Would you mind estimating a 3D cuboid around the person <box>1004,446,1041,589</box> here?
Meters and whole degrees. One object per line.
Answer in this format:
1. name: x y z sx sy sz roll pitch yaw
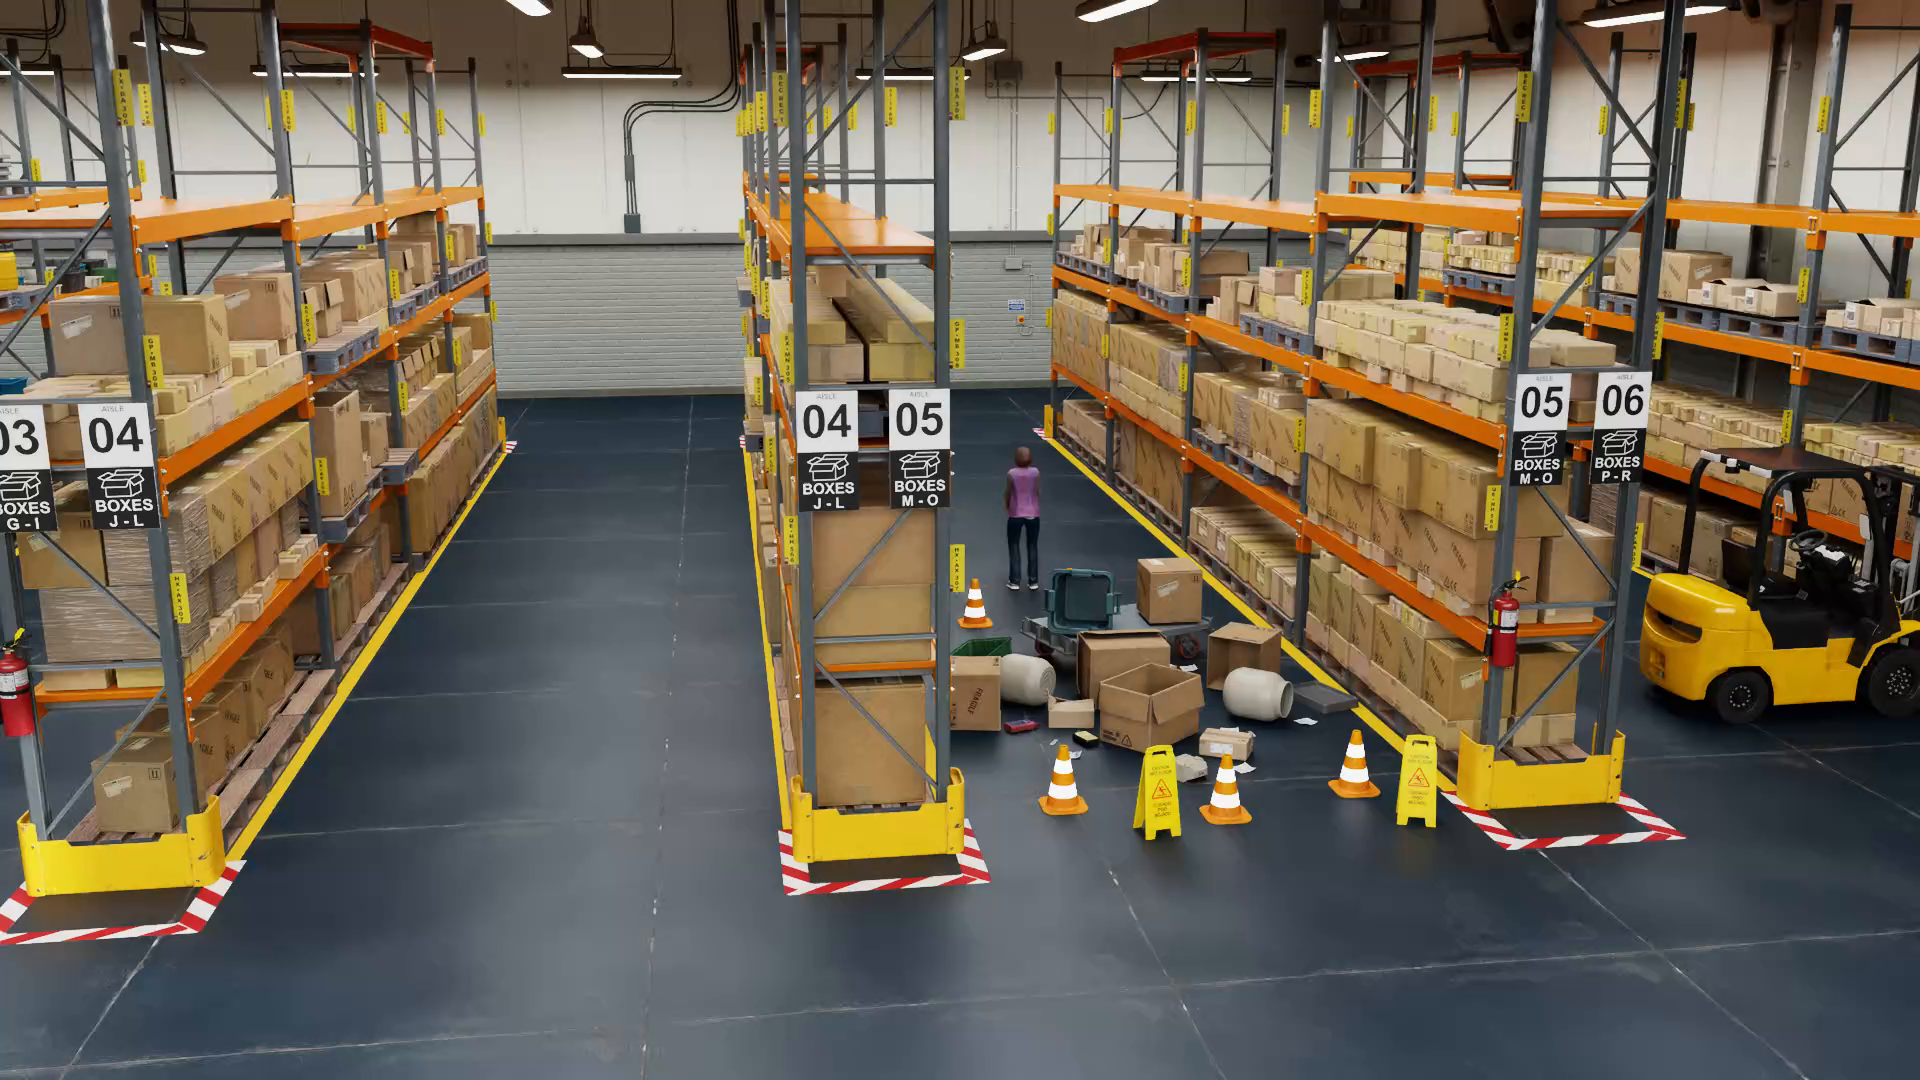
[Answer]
1. person: 0.675 -0.263 18.126 0.405 1.589 0.495 -2 14 -8
